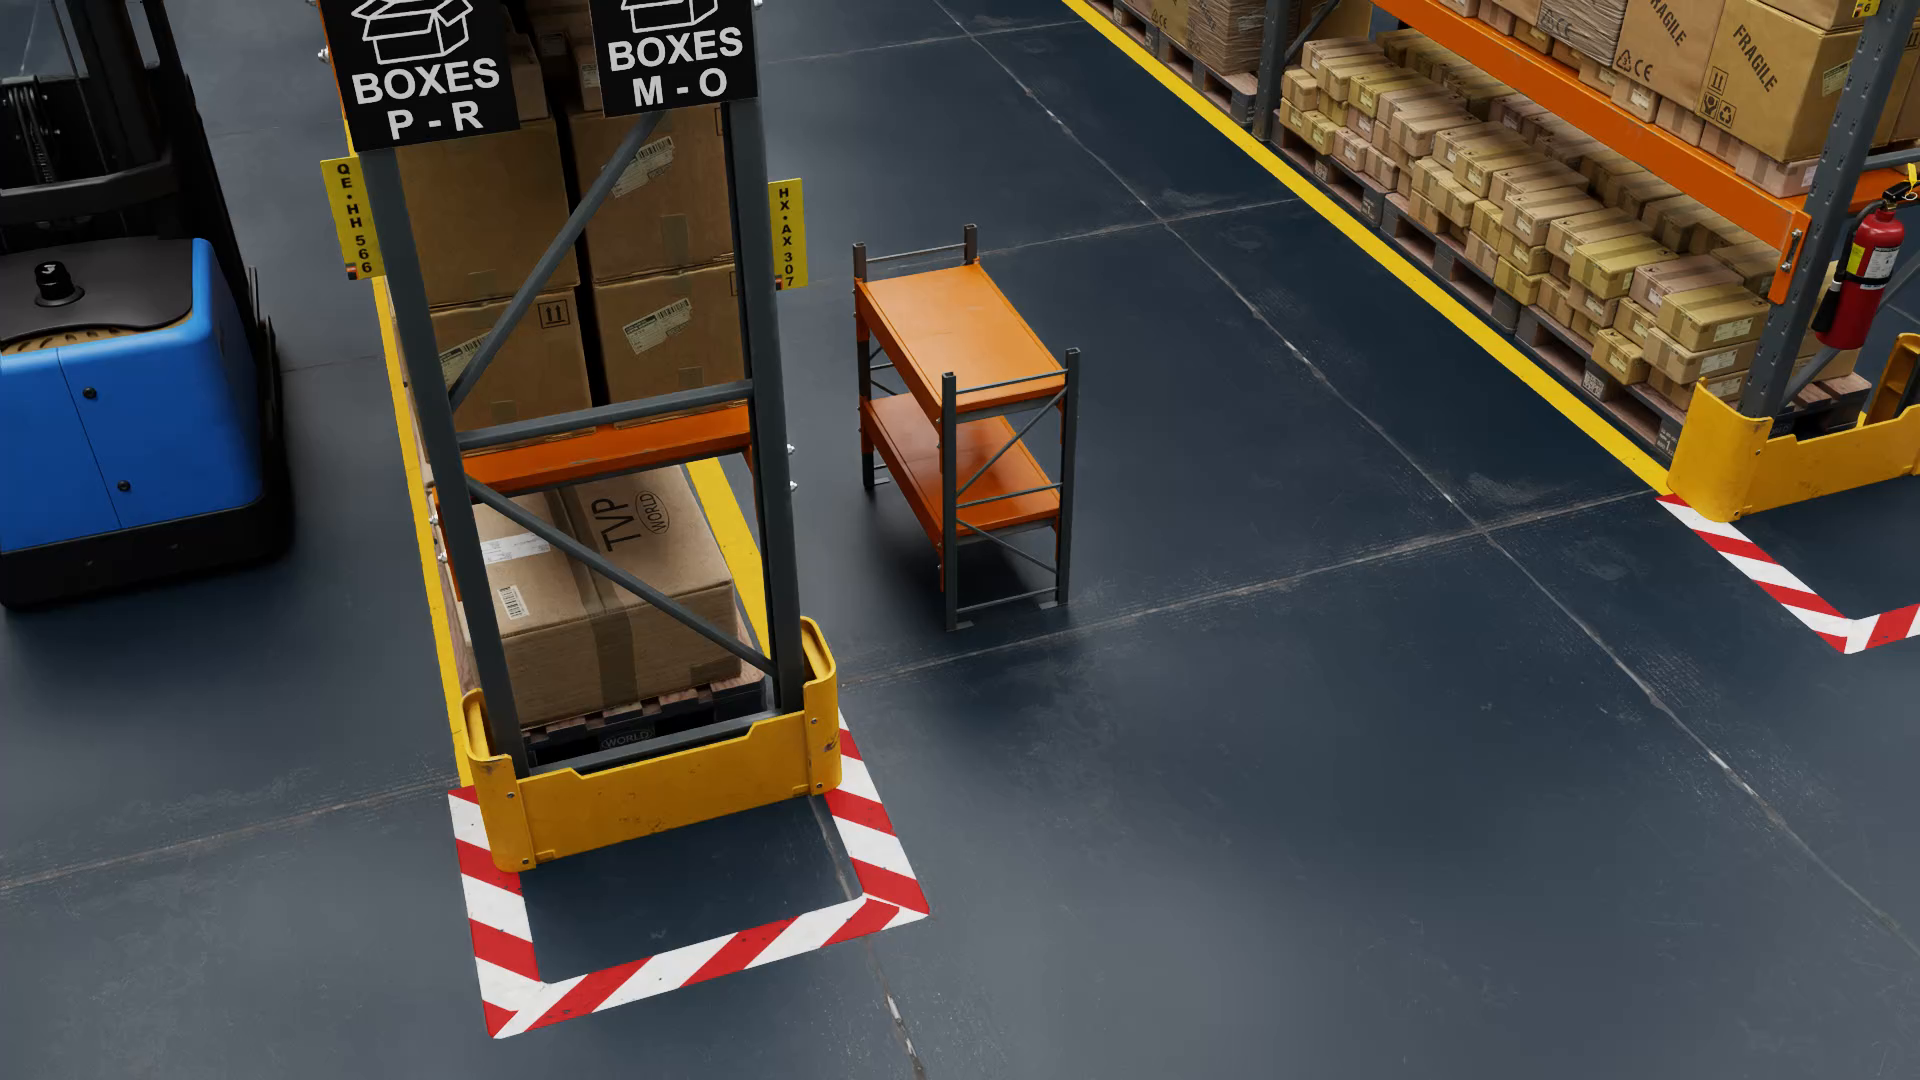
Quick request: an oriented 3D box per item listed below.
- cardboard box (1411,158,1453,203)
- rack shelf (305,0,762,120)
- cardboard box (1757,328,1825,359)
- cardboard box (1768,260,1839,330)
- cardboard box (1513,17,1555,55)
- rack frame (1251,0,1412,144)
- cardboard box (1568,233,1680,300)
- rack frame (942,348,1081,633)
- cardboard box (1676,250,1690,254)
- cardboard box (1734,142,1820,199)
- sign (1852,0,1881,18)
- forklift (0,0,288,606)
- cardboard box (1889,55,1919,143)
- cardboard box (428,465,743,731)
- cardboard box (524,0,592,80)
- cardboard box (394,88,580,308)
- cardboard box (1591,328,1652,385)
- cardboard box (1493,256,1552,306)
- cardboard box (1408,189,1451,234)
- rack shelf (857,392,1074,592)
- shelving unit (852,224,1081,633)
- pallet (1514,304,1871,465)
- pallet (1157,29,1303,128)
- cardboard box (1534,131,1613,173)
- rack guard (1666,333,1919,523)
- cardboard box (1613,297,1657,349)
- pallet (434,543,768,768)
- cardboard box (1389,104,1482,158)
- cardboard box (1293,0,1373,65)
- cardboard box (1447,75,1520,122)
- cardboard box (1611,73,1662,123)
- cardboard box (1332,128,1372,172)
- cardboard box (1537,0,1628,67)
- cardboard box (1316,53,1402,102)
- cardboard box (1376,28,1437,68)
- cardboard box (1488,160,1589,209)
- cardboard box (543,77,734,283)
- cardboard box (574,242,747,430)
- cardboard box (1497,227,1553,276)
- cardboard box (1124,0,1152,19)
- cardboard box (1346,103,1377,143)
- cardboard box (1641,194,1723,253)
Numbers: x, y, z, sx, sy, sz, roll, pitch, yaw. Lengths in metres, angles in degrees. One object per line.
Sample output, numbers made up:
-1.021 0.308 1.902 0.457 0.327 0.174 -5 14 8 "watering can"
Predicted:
2.541 -1.845 8.480 0.380 0.149 0.250 -13 39 -16 "cardboard box"
-1.688 -2.391 5.536 1.077 0.370 4.000 -12 39 -16 "rack shelf"
3.674 -0.929 7.264 0.380 0.149 0.250 -11 38 -14 "cardboard box"
3.752 -1.065 7.197 0.380 0.149 0.250 -14 39 -18 "cardboard box"
2.769 -2.350 7.585 0.380 0.149 0.250 -12 39 -15 "cardboard box"
2.237 -3.692 9.158 1.000 3.000 0.127 -12 39 -16 "rack frame"
2.953 -1.219 7.402 0.380 0.149 0.250 -13 39 -17 "cardboard box"
0.177 -0.158 6.025 0.500 1.125 0.032 -12 39 -16 "rack frame"
3.479 -1.383 7.866 0.380 0.149 0.250 -11 38 -15 "cardboard box"
3.236 -1.458 6.401 0.380 0.149 0.250 -12 39 -16 "cardboard box"
3.086 -1.917 5.577 0.100 0.325 0.005 -12 39 -16 "sign"
-3.690 -1.809 6.716 1.130 2.935 3.031 -13 39 -16 "forklift"
3.719 -1.902 6.451 0.500 0.500 0.500 -11 38 -14 "cardboard box"
-1.320 0.153 5.834 0.875 0.438 0.875 -14 39 -17 "cardboard box"
-1.019 -1.440 4.715 0.380 0.149 0.250 -12 38 -15 "cardboard box"
-1.389 -1.013 4.687 0.500 0.500 0.500 -11 38 -14 "cardboard box"
3.053 -0.840 7.392 0.380 0.149 0.250 -11 38 -15 "cardboard box"
2.799 -1.275 7.970 0.380 0.149 0.250 -14 39 -18 "cardboard box"
2.545 -1.724 8.566 0.380 0.149 0.250 -13 39 -17 "cardboard box"
0.002 -0.250 6.554 0.538 0.278 1.000 -12 39 -16 "rack shelf"
0.002 -0.445 6.407 0.538 1.125 1.048 -12 39 -16 "shelving unit"
3.341 -0.828 7.673 1.003 0.211 1.213 -12 39 -16 "pallet"
1.968 -3.018 10.581 1.003 0.211 1.213 -12 39 -16 "pallet"
3.105 -1.927 8.341 0.380 0.149 0.250 -12 39 -16 "cardboard box"
3.588 -0.477 6.967 1.175 0.500 0.348 -12 39 -16 "rack guard"
3.125 -0.978 7.328 0.380 0.149 0.250 -13 39 -17 "cardboard box"
-1.348 0.328 6.139 1.003 0.211 1.213 -12 39 -16 "pallet"
2.456 -2.117 8.594 0.380 0.149 0.250 -12 39 -15 "cardboard box"
2.232 -3.334 10.411 0.500 0.500 0.500 -11 38 -14 "cardboard box"
2.838 -2.373 8.934 0.380 0.149 0.250 -11 38 -14 "cardboard box"
2.976 -1.884 6.966 0.380 0.149 0.250 -11 38 -15 "cardboard box"
2.287 -2.169 9.156 0.380 0.149 0.250 -13 39 -16 "cardboard box"
2.862 -2.368 7.070 0.500 0.500 0.500 -12 39 -16 "cardboard box"
2.200 -2.553 9.172 0.380 0.149 0.250 -11 38 -14 "cardboard box"
2.604 -2.811 9.515 0.380 0.149 0.250 -11 38 -15 "cardboard box"
2.792 -1.691 8.028 0.380 0.149 0.250 -14 39 -17 "cardboard box"
-0.897 -1.120 4.829 0.500 0.500 0.500 -13 39 -17 "cardboard box"
-0.895 -0.721 5.131 0.500 0.500 0.500 -13 39 -16 "cardboard box"
2.793 -1.402 7.892 0.380 0.149 0.250 -12 39 -15 "cardboard box"
1.397 -3.808 11.040 0.500 0.500 0.500 -13 39 -17 "cardboard box"
2.350 -2.314 9.102 0.380 0.149 0.250 -13 39 -16 "cardboard box"
3.415 -1.488 7.758 0.380 0.149 0.250 -14 39 -18 "cardboard box"
